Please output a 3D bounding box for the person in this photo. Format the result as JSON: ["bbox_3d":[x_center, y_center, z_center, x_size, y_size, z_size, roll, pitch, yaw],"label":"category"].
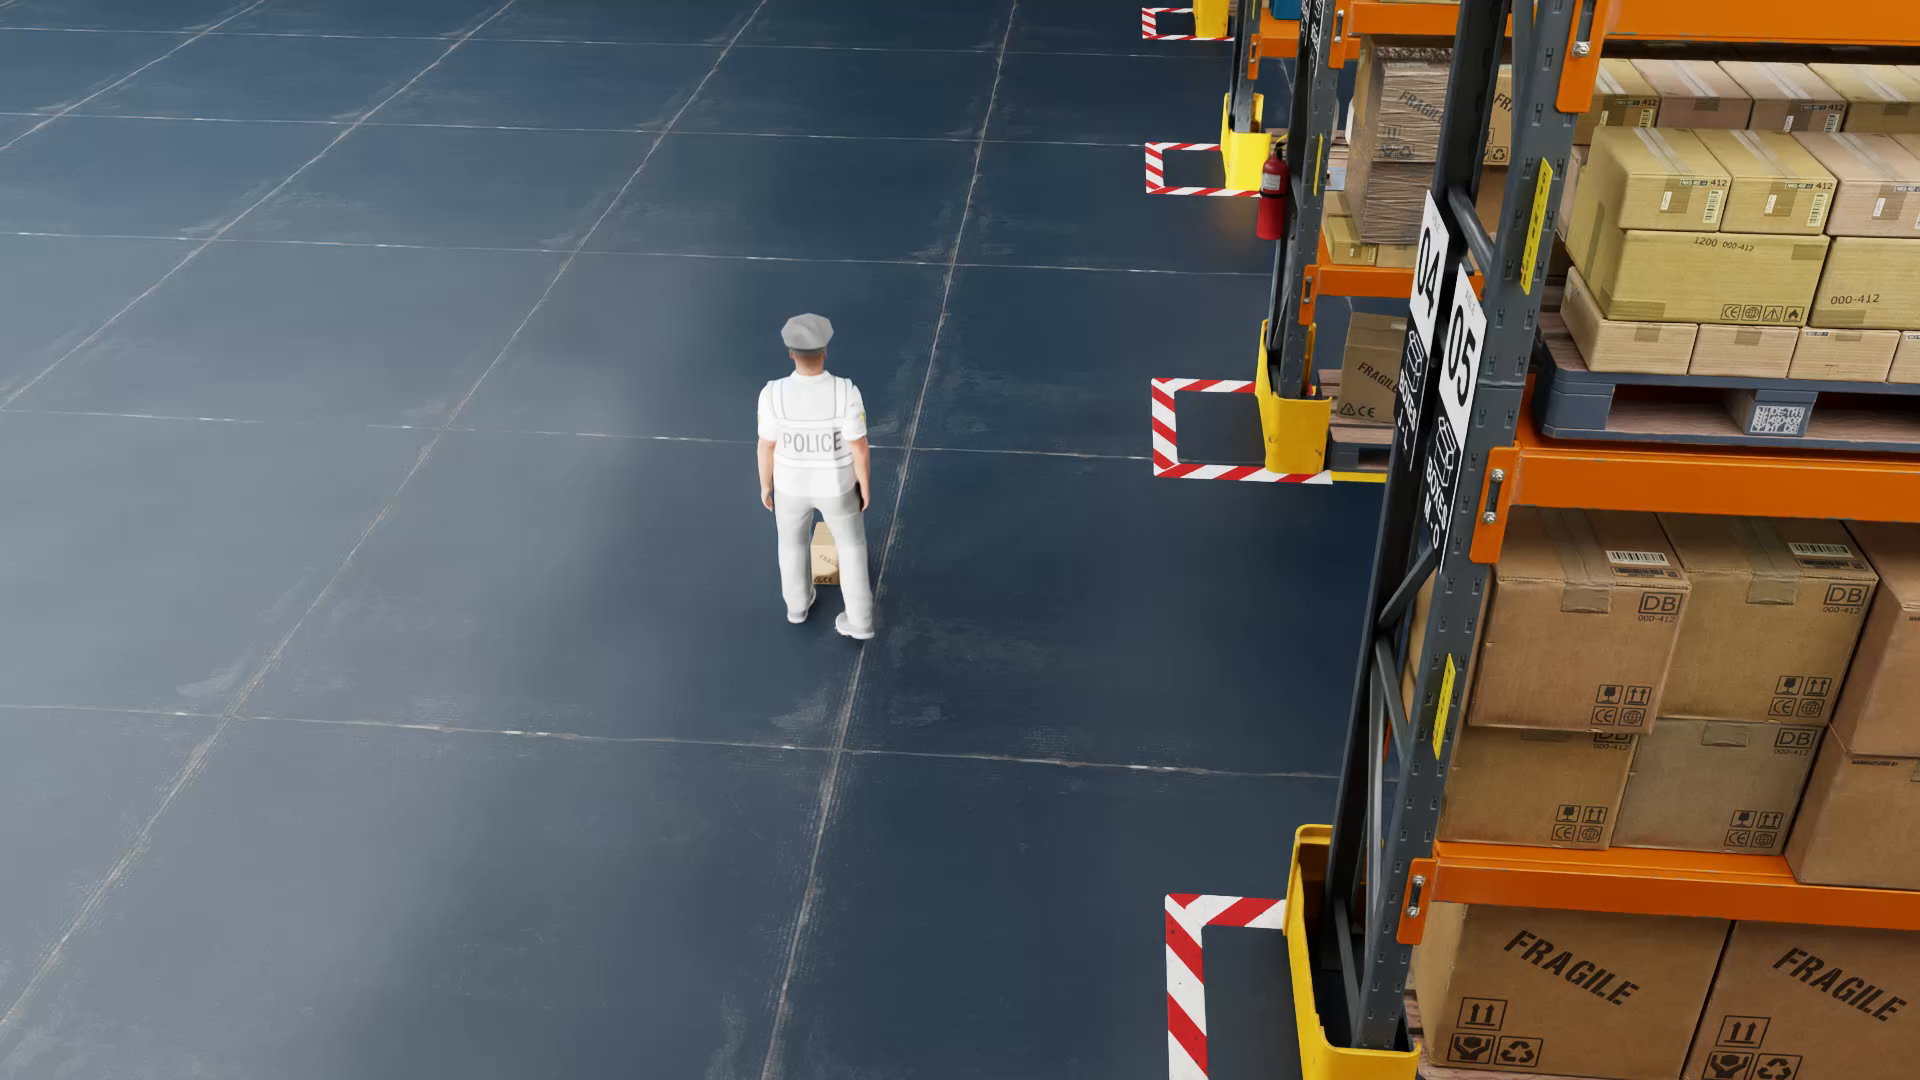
[{"bbox_3d":[-0.721,-0.317,8.349,0.556,1.777,0.562,0,32,0],"label":"person"}]
